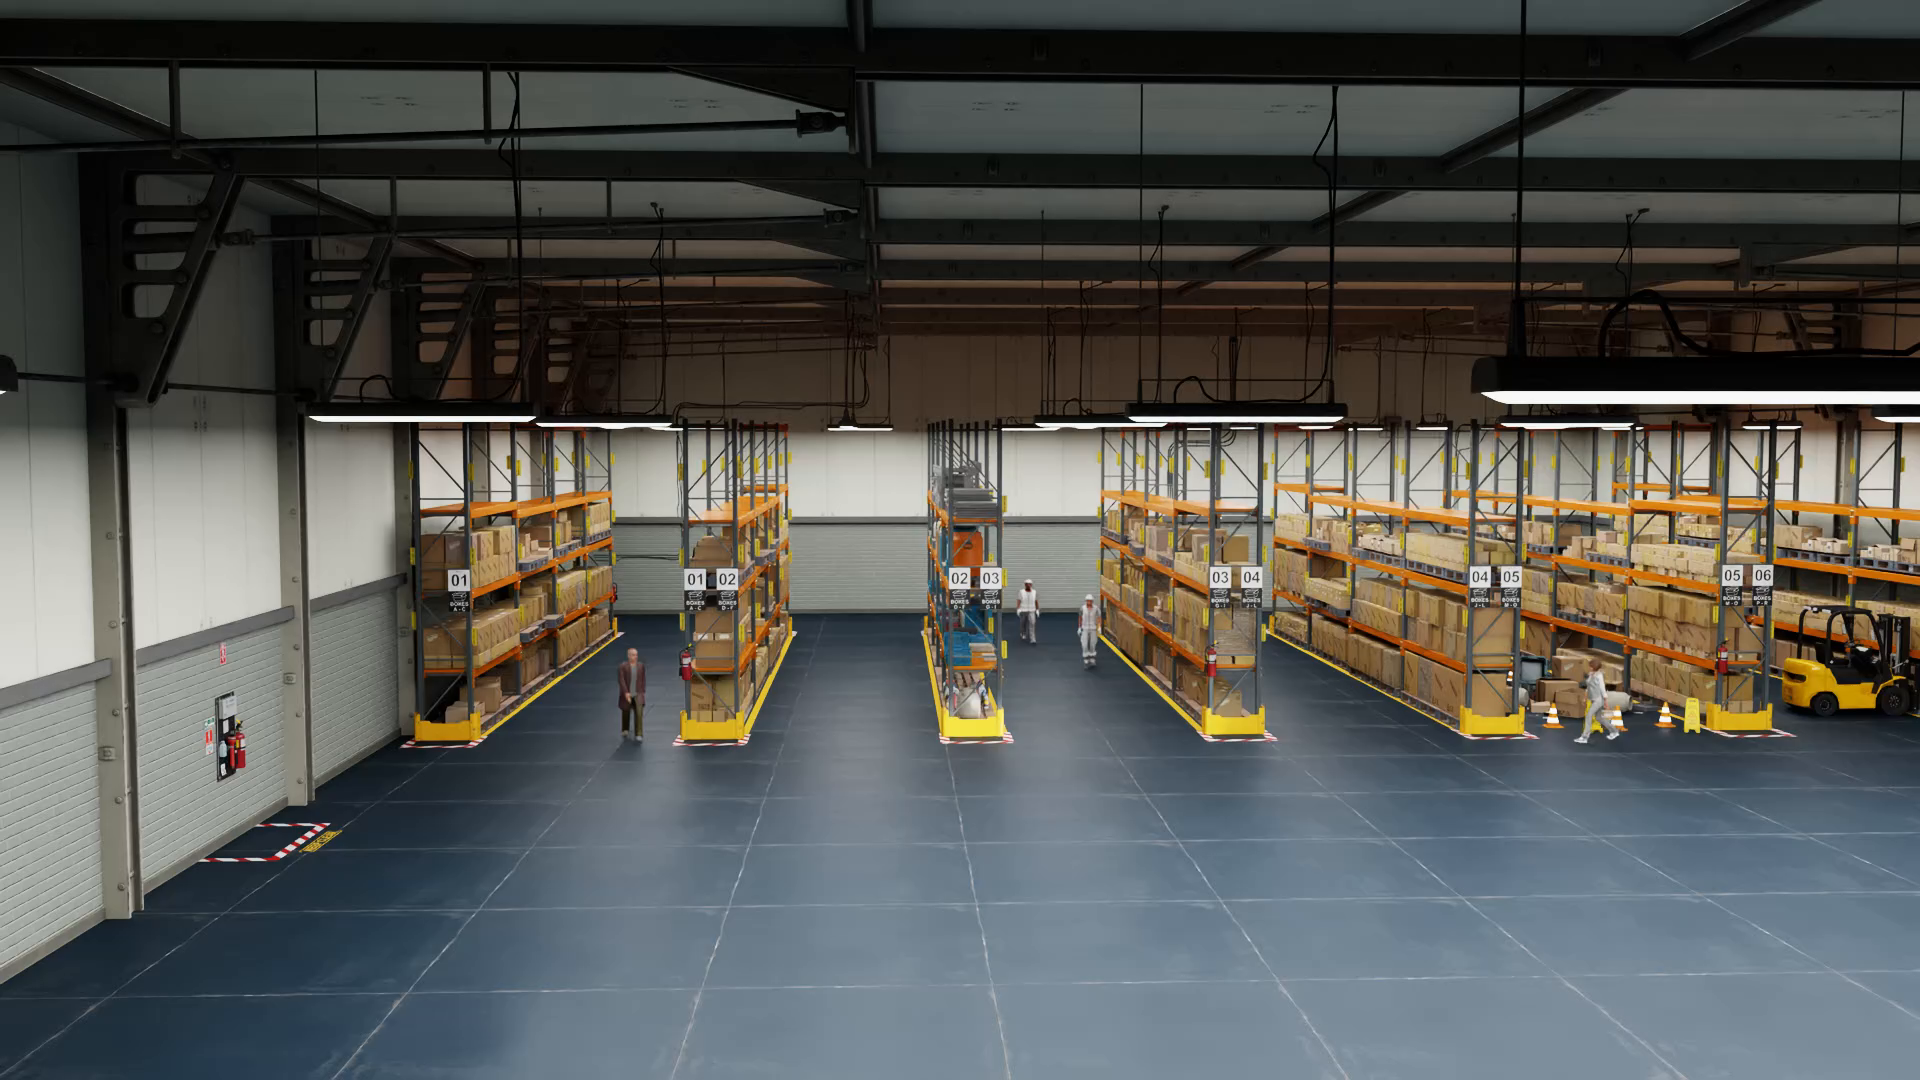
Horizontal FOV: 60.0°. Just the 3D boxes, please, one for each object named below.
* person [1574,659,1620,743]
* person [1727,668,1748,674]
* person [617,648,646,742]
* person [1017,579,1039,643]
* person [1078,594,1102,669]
[{"bbox_3d":[11.773,2.965,30.713,0.914,1.547,0.486,0,4,-4],"label":"person"},{"bbox_3d":[17.792,2.500,37.987,0.451,1.683,0.612,-1,4,-13],"label":"person"},{"bbox_3d":[-6.089,2.872,30.945,0.550,1.707,1.142,-1,4,-20],"label":"person"},{"bbox_3d":[1.866,1.940,45.440,0.651,1.726,1.096,0,4,-6],"label":"person"},{"bbox_3d":[3.182,2.243,40.734,0.597,1.840,0.535,0,4,8],"label":"person"}]
